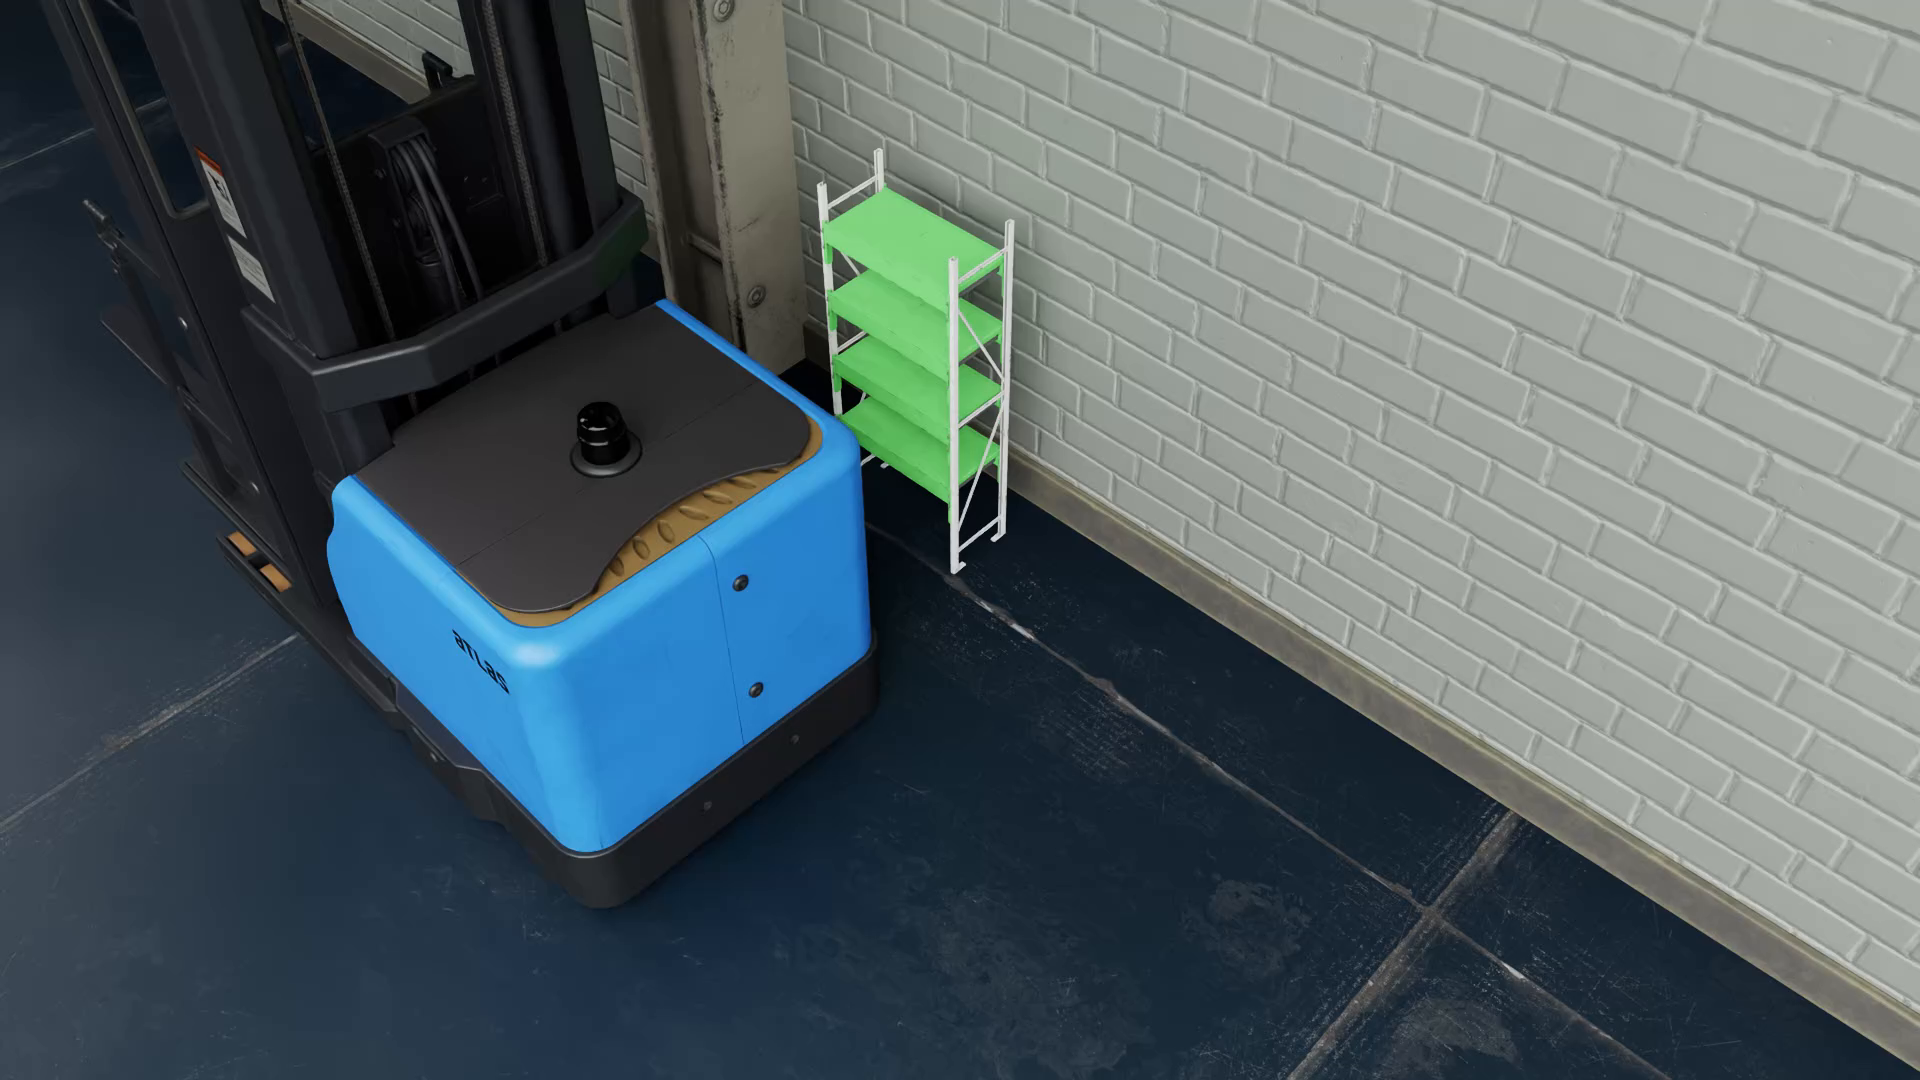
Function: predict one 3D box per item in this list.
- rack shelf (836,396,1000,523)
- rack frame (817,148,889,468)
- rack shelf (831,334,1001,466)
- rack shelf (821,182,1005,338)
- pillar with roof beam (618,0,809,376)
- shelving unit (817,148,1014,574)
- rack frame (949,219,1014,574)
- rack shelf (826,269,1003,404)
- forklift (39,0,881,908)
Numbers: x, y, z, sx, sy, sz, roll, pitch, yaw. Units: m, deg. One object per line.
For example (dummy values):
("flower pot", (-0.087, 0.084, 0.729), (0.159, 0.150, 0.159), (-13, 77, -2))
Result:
("rack shelf", (-0.122, -0.285, 5.111), (0.480, 0.148, 0.258), (34, 55, 28))
("rack frame", (-0.301, -0.613, 5.003), (0.015, 1.200, 0.240), (34, 55, 28))
("rack shelf", (-0.122, -0.449, 4.936), (0.480, 0.148, 0.258), (34, 55, 28))
("rack shelf", (-0.122, -0.777, 4.586), (0.480, 0.148, 0.258), (34, 55, 28))
("pillar with roof beam", (-3.689, -1.453, 0.442), (0.400, 9.000, 9.100), (34, 55, 28))
("shelving unit", (-0.122, -0.493, 4.889), (0.503, 1.200, 0.258), (34, 55, 28))
("rack frame", (0.058, -0.372, 4.776), (0.015, 1.200, 0.240), (34, 55, 28))
("rack shelf", (-0.122, -0.613, 4.761), (0.480, 0.148, 0.258), (34, 55, 28))
("forklift", (-1.627, -1.025, 4.202), (3.031, 2.935, 1.130), (36, 56, 29))
